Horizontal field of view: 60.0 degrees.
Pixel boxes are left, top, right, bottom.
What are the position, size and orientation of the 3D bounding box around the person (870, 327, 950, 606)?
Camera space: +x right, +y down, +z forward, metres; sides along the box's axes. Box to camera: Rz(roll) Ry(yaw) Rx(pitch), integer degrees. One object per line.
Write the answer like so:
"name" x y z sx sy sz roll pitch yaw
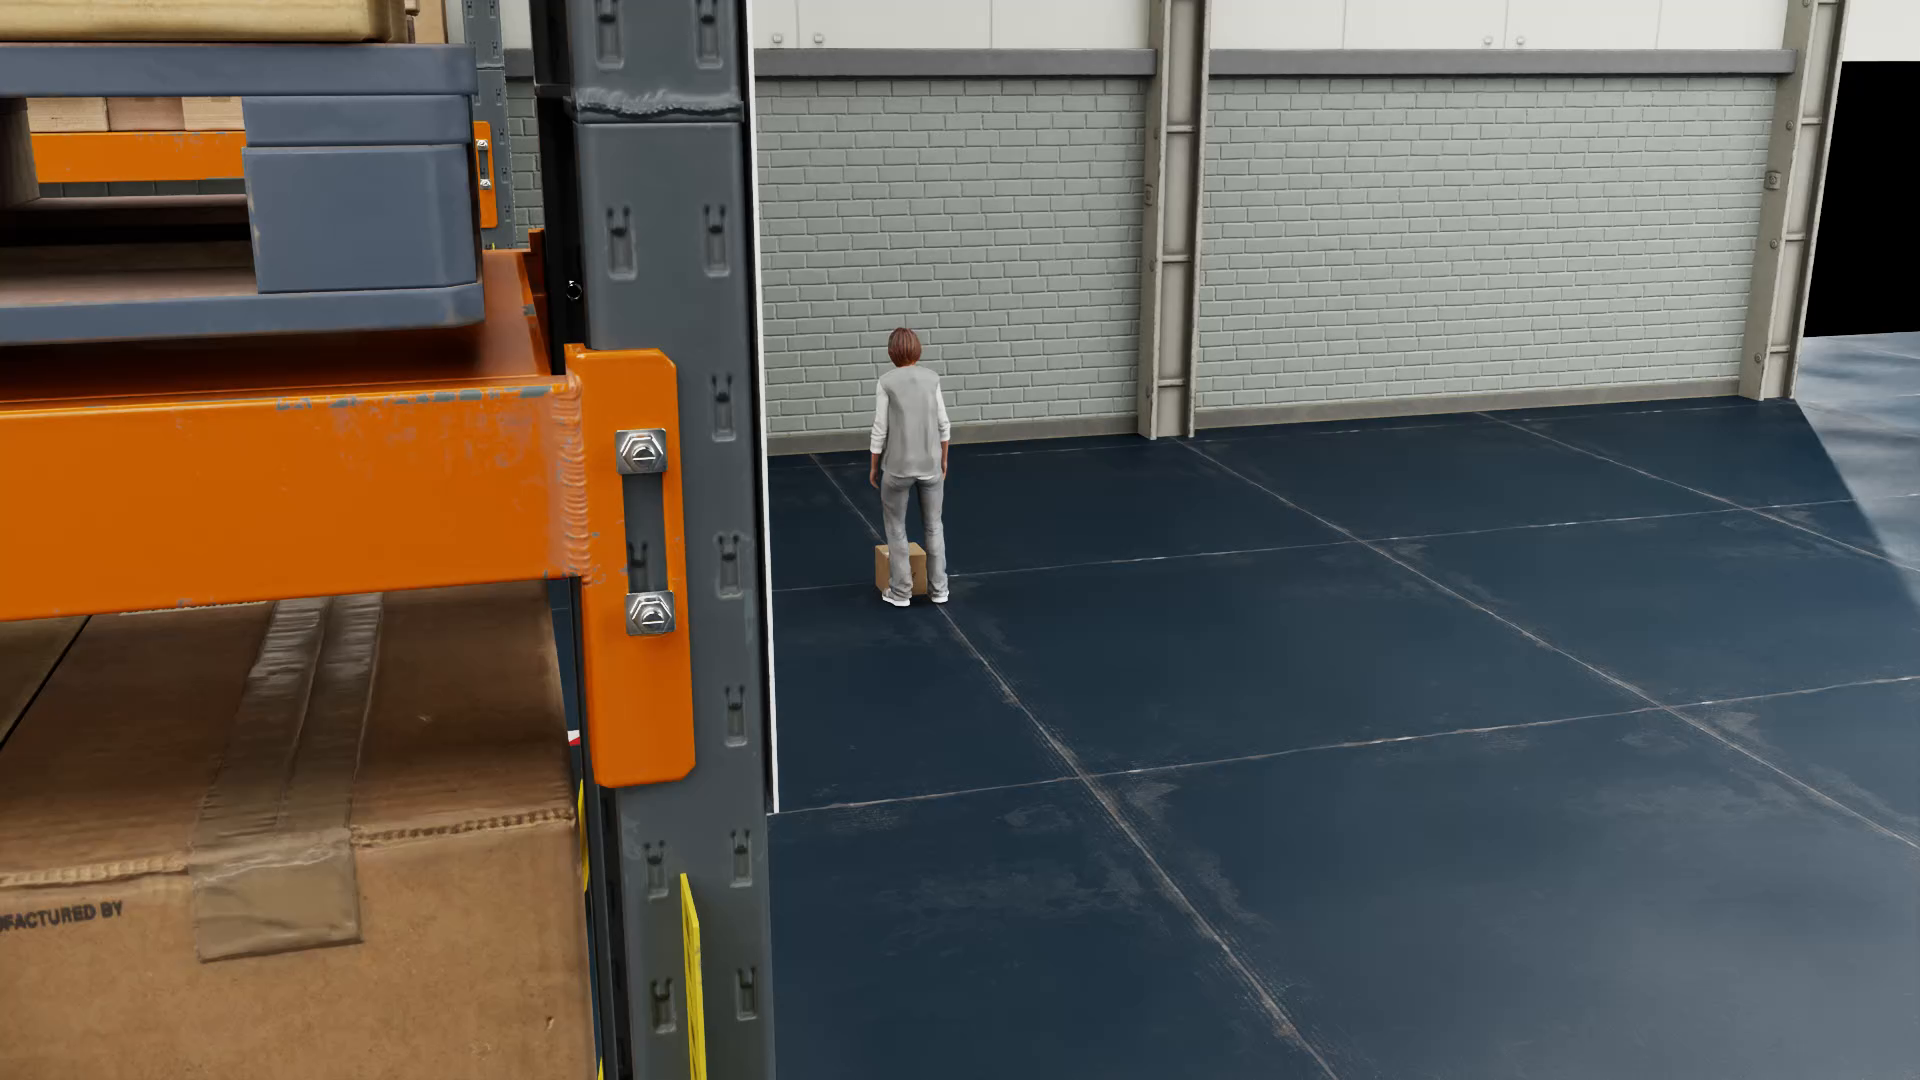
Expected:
"person" -0.276 -0.403 9.435 0.482 1.594 0.342 -5 17 -17
